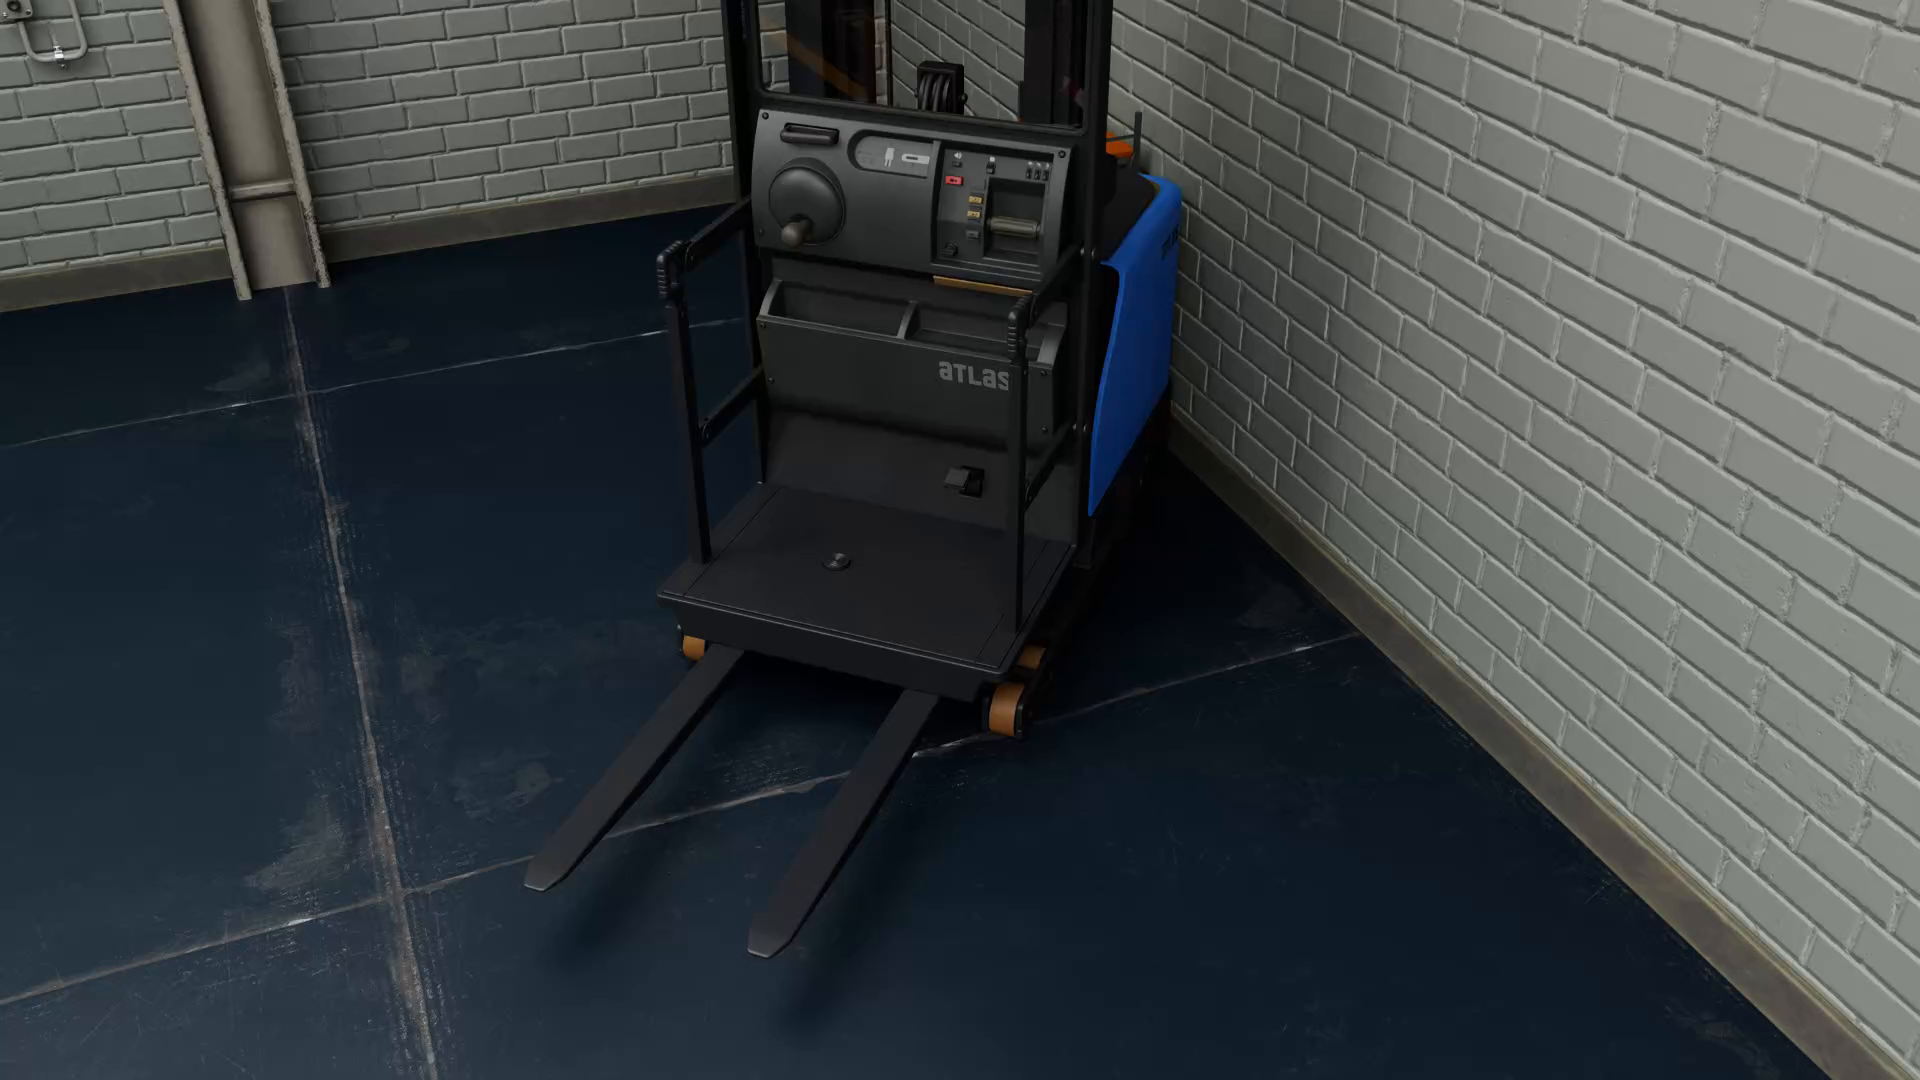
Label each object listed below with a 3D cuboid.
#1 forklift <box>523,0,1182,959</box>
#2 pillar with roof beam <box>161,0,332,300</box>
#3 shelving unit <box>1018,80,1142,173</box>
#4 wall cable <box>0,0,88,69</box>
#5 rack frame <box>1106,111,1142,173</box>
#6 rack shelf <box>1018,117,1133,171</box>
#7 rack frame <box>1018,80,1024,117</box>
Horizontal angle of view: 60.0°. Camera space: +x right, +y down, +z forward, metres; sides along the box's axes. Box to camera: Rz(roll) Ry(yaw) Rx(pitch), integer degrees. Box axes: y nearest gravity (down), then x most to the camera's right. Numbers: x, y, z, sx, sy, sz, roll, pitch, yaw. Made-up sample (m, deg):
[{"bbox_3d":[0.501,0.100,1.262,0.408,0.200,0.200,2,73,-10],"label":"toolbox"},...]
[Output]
[{"bbox_3d":[-0.221,-0.909,4.460,1.130,2.935,3.031,12,35,17],"label":"forklift"},{"bbox_3d":[-1.413,-2.789,1.786,0.400,9.000,9.100,-13,35,-19],"label":"pillar with roof beam"},{"bbox_3d":[0.430,-1.103,6.345,0.258,1.200,0.503,-14,36,-20],"label":"shelving unit"},{"bbox_3d":[-4.419,-2.606,6.074,1.851,1.984,0.084,-13,35,-19],"label":"wall cable"},{"bbox_3d":[0.531,-0.982,6.159,0.240,1.200,0.015,-14,36,-20],"label":"rack frame"},{"bbox_3d":[0.430,-1.432,6.131,0.258,0.148,0.480,-14,36,-20],"label":"rack shelf"},{"bbox_3d":[0.329,-1.224,6.531,0.240,1.200,0.015,-14,36,-20],"label":"rack frame"}]
